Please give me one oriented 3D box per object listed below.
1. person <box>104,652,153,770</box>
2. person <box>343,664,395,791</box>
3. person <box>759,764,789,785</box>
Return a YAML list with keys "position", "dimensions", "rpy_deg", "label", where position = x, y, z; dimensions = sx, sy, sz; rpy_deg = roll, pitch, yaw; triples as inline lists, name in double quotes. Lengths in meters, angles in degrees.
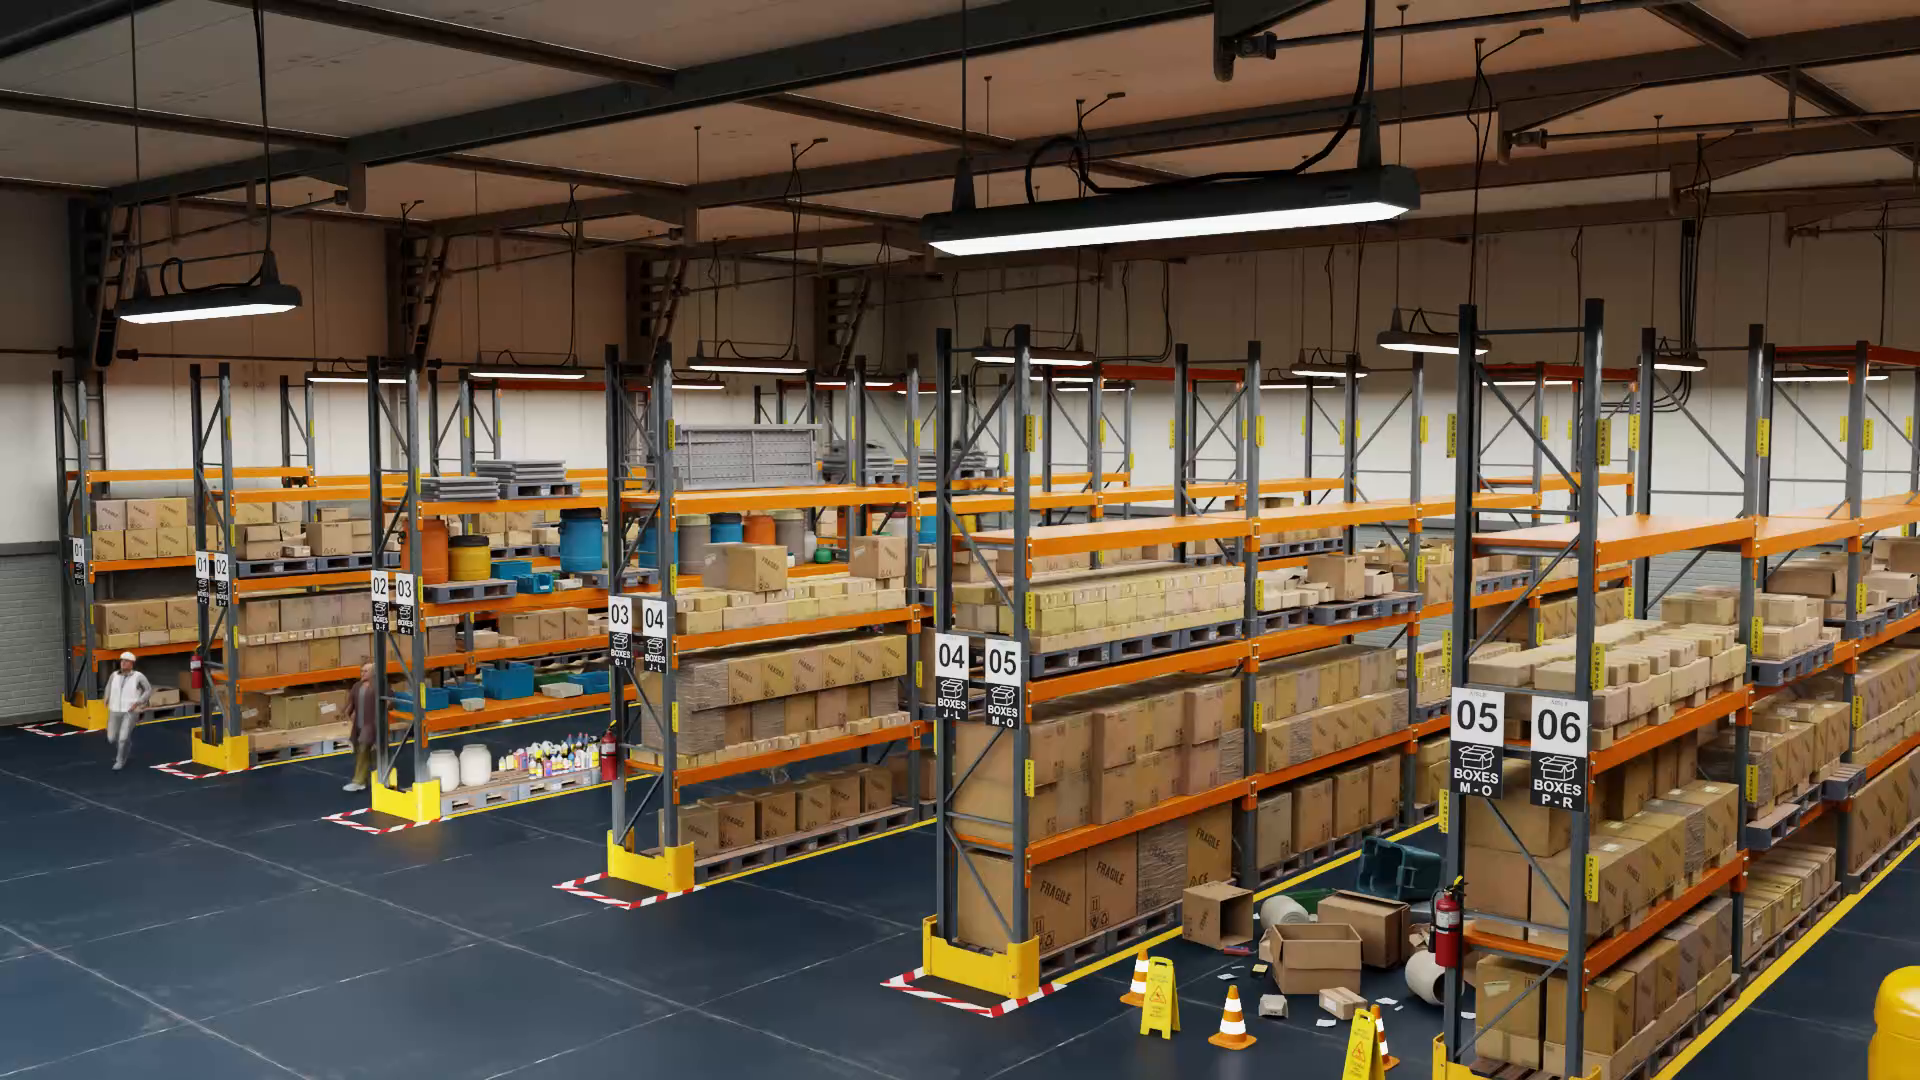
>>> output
- position: [-12.402, 2.525, 24.786]
  dimensions: [0.683, 1.732, 0.588]
  rpy_deg: [0, 4, -2]
  label: "person"
- position: [-8.265, 2.601, 23.318]
  dimensions: [0.742, 1.760, 0.894]
  rpy_deg: [2, 4, 22]
  label: "person"
- position: [-2.438, 2.684, 22.362]
  dimensions: [0.680, 1.733, 0.621]
  rpy_deg: [2, 5, 30]
  label: "person"
